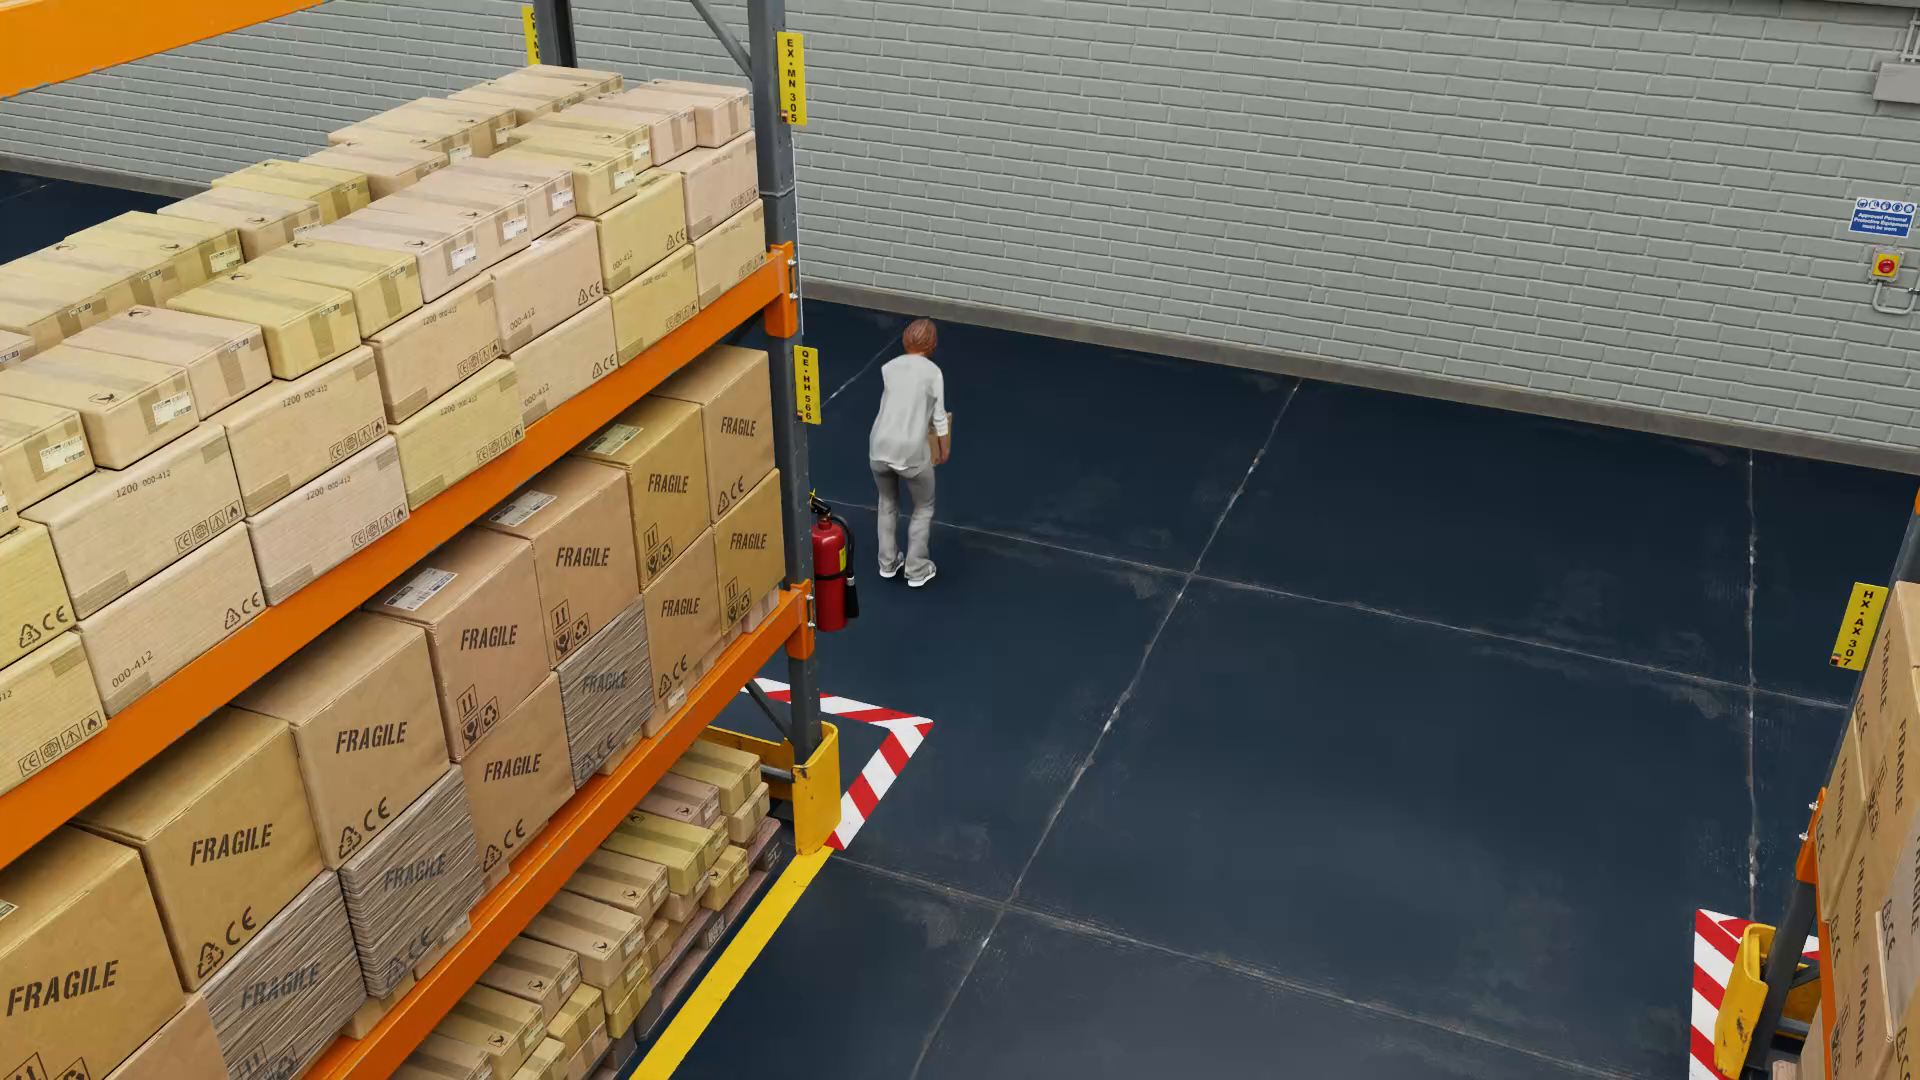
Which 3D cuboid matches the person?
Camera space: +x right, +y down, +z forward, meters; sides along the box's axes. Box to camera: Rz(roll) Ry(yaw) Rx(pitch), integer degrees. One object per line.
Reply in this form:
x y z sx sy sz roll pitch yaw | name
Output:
-0.277 -0.477 9.365 0.376 1.458 0.636 11 32 18 | person
